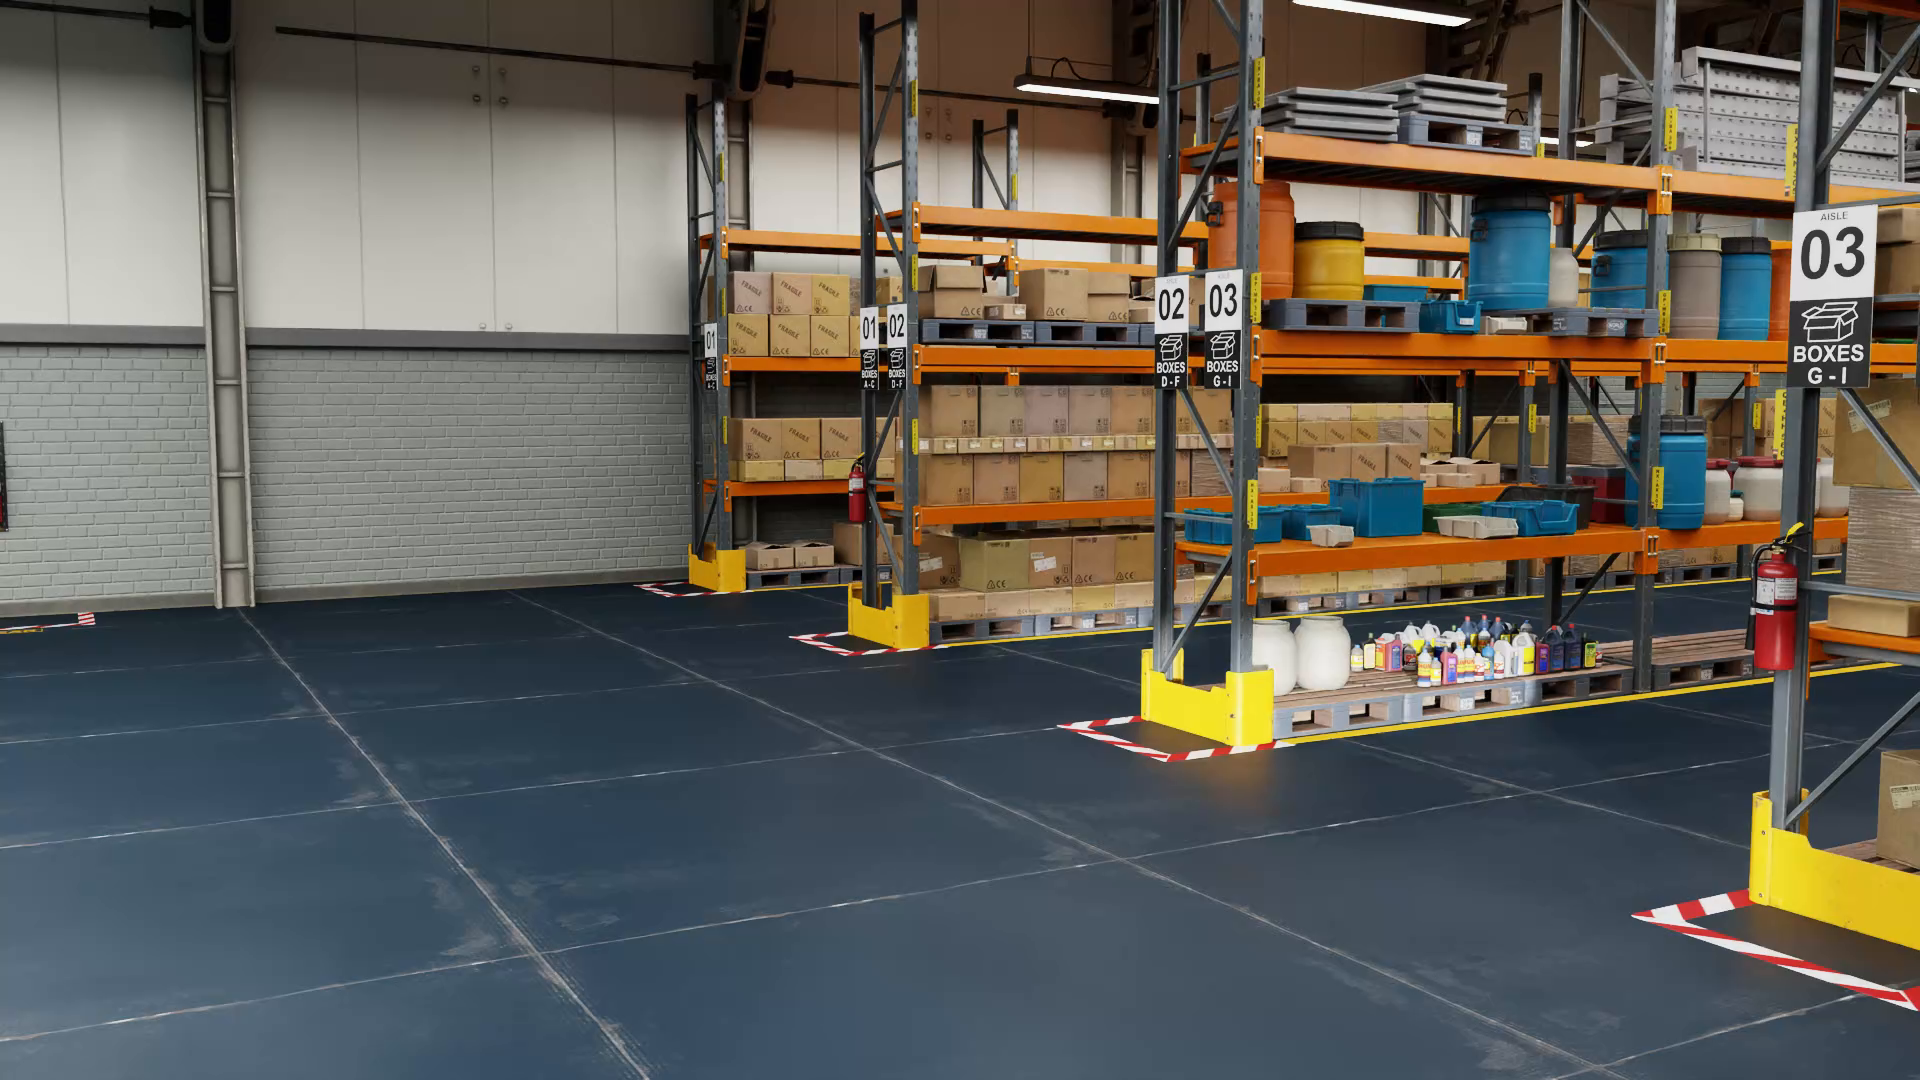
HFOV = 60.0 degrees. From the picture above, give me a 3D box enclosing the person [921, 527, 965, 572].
[{"bbox_3d":[-0.228,0.316,18.042,0.860,0.945,0.465,-3,6,-31],"label":"person"}]
